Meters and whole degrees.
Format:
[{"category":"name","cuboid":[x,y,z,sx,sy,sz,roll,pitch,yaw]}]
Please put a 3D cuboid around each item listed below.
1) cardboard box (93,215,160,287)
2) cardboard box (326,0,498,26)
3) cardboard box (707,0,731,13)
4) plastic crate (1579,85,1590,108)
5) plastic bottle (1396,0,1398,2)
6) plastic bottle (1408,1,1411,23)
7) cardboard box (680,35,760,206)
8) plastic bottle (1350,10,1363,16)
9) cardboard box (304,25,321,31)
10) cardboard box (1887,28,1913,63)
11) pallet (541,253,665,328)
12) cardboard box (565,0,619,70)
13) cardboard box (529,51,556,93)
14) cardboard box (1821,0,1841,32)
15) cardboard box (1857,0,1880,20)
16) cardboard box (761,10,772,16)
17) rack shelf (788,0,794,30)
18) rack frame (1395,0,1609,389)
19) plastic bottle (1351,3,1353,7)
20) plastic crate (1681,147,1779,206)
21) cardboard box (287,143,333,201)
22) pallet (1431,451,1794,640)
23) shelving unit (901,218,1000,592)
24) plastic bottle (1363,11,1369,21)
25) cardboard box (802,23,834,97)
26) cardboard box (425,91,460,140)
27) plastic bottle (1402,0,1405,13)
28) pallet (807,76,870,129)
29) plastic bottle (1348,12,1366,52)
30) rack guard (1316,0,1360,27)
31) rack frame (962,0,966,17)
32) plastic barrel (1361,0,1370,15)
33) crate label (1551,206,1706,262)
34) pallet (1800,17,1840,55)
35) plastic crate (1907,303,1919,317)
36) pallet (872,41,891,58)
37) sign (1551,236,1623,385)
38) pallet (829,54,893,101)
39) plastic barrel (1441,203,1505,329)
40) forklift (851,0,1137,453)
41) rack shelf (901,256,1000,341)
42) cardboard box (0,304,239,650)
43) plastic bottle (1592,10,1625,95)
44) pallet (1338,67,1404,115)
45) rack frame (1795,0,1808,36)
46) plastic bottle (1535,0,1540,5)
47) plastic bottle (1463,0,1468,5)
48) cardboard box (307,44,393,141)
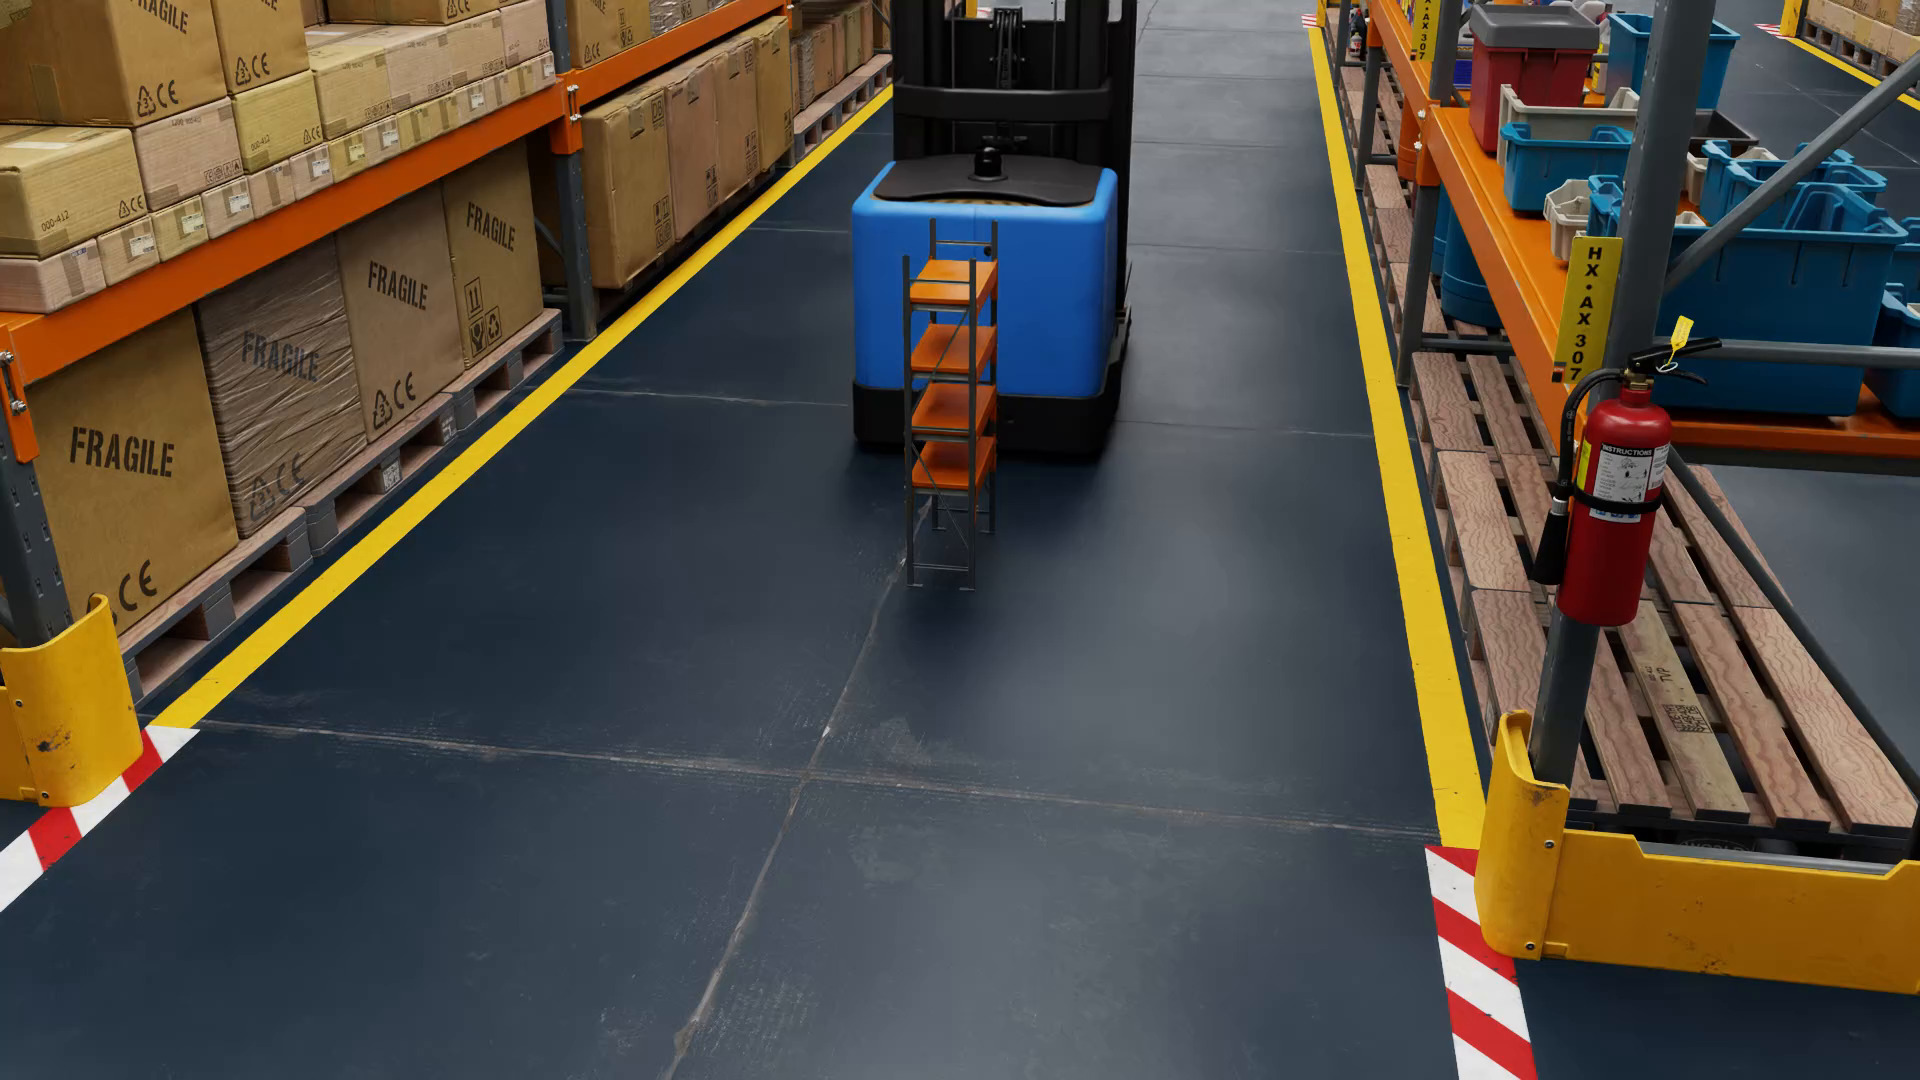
[{"category":"cardboard box","cuboid":[-2.575,-0.846,4.815,0.380,0.149,0.250,4,25,8]},{"category":"cardboard box","cuboid":[-2.243,-2.386,6.751,0.500,0.500,0.500,4,25,9]},{"category":"cardboard box","cuboid":[-1.697,-3.469,10.004,0.500,0.500,0.500,3,25,7]},{"category":"plastic crate","cuboid":[2.324,-1.779,6.754,0.396,0.136,0.243,4,25,9]},{"category":"plastic bottle","cuboid":[2.759,-3.466,10.268,0.097,0.271,0.097,0,25,0]},{"category":"plastic bottle","cuboid":[2.608,-3.079,9.442,0.097,0.271,0.097,0,25,0]},{"category":"cardboard box","cuboid":[-1.978,-2.641,10.365,1.225,0.875,0.875,4,25,9]},{"category":"plastic bottle","cuboid":[3.784,-4.940,15.960,0.152,0.276,0.135,4,25,9]},{"category":"cardboard box","cuboid":[-2.846,-1.863,6.519,0.500,0.250,0.500,5,25,10]},{"category":"cardboard box","cuboid":[8.686,-4.420,14.903,0.500,0.250,0.500,4,25,9]},{"category":"pallet","cuboid":[-2.294,-1.465,9.130,1.003,0.211,1.213,4,25,9]},{"category":"cardboard box","cuboid":[-2.023,-2.620,8.191,0.500,0.500,0.500,4,25,9]},{"category":"cardboard box","cuboid":[-2.072,-2.136,7.571,0.380,0.149,0.250,4,25,9]},{"category":"cardboard box","cuboid":[9.003,-5.257,16.691,0.500,0.250,0.500,4,25,9]},{"category":"cardboard box","cuboid":[8.833,-5.179,15.640,0.500,0.500,0.500,4,25,9]},{"category":"cardboard box","cuboid":[-1.612,-3.762,12.293,0.500,0.250,0.500,5,26,11]},{"category":"rack shelf","cuboid":[-1.365,-4.583,13.352,1.077,0.370,4.000,4,25,9]},{"category":"rack frame","cuboid":[2.541,-2.056,7.105,1.000,3.000,0.127,4,25,9]},{"category":"plastic bottle","cuboid":[3.898,-5.302,16.739,0.097,0.271,0.097,0,25,0]},{"category":"plastic crate","cuboid":[2.553,-1.215,5.548,0.293,0.136,0.466,4,25,9]},{"category":"cardboard box","cuboid":[-2.408,-1.276,5.735,0.380,0.149,0.250,4,25,8]},{"category":"pallet","cuboid":[2.262,0.028,5.940,1.003,0.211,1.213,4,25,9]},{"category":"shelving unit","cuboid":[-0.027,-0.474,5.848,0.258,1.200,0.503,4,25,9]},{"category":"plastic bottle","cuboid":[3.859,-4.880,15.822,0.061,0.283,0.133,4,25,9]},{"category":"cardboard box","cuboid":[-1.438,-3.892,13.456,0.700,0.500,0.500,6,26,13]},{"category":"cardboard box","cuboid":[-2.240,-1.705,6.651,0.380,0.149,0.250,4,25,10]},{"category":"plastic bottle","cuboid":[2.663,-3.272,9.839,0.061,0.283,0.133,4,25,9]},{"category":"pallet","cuboid":[-1.361,-3.645,13.788,1.003,0.211,1.213,4,25,9]},{"category":"plastic bottle","cuboid":[3.669,-4.691,15.340,0.144,0.351,0.185,3,25,7]},{"category":"rack guard","cuboid":[4.536,-5.908,18.282,1.175,0.500,0.348,4,25,9]},{"category":"rack frame","cuboid":[-0.384,-7.418,18.560,1.000,3.000,0.127,4,25,9]},{"category":"plastic barrel","cuboid":[4.388,-5.649,17.218,0.421,0.512,0.421,0,25,0]},{"category":"crate label","cuboid":[1.925,-0.883,4.839,0.396,0.136,0.243,4,25,9]},{"category":"pallet","cuboid":[9.305,-5.145,16.992,1.003,0.211,1.213,4,25,9]},{"category":"plastic crate","cuboid":[2.387,-0.500,4.021,0.250,0.136,0.298,4,25,9]},{"category":"pallet","cuboid":[-0.963,-4.766,16.183,1.003,0.211,1.213,4,25,9]},{"category":"sign","cuboid":[1.342,-0.489,3.563,0.100,0.325,0.005,4,25,9]},{"category":"pallet","cuboid":[-1.164,-4.157,14.882,1.003,0.211,1.213,4,25,9]},{"category":"plastic barrel","cuboid":[2.647,-1.523,7.945,0.600,0.901,0.708,4,25,9]},{"category":"forklift","cuboid":[0.274,-2.280,7.664,1.130,2.935,3.031,4,25,7]},{"category":"rack shelf","cuboid":[-0.027,-0.830,5.681,0.258,0.148,0.480,4,25,9]},{"category":"cardboard box","cuboid":[-2.973,-0.228,5.209,0.875,0.875,0.875,4,25,9]},{"category":"plastic bottle","cuboid":[2.925,-2.176,7.418,0.144,0.351,0.185,4,25,9]},{"category":"pallet","cuboid":[3.758,-3.808,14.137,1.003,0.211,1.213,4,25,9]},{"category":"rack frame","cuboid":[9.388,-6.731,17.091,1.000,3.000,0.127,4,25,9]},{"category":"plastic bottle","cuboid":[3.190,-2.932,9.114,0.061,0.283,0.133,4,25,9]},{"category":"plastic bottle","cuboid":[2.615,-2.702,8.635,0.097,0.271,0.097,0,25,0]},{"category":"cardboard box","cuboid":[-2.410,-1.622,6.003,0.500,0.250,0.500,4,25,7]}]
